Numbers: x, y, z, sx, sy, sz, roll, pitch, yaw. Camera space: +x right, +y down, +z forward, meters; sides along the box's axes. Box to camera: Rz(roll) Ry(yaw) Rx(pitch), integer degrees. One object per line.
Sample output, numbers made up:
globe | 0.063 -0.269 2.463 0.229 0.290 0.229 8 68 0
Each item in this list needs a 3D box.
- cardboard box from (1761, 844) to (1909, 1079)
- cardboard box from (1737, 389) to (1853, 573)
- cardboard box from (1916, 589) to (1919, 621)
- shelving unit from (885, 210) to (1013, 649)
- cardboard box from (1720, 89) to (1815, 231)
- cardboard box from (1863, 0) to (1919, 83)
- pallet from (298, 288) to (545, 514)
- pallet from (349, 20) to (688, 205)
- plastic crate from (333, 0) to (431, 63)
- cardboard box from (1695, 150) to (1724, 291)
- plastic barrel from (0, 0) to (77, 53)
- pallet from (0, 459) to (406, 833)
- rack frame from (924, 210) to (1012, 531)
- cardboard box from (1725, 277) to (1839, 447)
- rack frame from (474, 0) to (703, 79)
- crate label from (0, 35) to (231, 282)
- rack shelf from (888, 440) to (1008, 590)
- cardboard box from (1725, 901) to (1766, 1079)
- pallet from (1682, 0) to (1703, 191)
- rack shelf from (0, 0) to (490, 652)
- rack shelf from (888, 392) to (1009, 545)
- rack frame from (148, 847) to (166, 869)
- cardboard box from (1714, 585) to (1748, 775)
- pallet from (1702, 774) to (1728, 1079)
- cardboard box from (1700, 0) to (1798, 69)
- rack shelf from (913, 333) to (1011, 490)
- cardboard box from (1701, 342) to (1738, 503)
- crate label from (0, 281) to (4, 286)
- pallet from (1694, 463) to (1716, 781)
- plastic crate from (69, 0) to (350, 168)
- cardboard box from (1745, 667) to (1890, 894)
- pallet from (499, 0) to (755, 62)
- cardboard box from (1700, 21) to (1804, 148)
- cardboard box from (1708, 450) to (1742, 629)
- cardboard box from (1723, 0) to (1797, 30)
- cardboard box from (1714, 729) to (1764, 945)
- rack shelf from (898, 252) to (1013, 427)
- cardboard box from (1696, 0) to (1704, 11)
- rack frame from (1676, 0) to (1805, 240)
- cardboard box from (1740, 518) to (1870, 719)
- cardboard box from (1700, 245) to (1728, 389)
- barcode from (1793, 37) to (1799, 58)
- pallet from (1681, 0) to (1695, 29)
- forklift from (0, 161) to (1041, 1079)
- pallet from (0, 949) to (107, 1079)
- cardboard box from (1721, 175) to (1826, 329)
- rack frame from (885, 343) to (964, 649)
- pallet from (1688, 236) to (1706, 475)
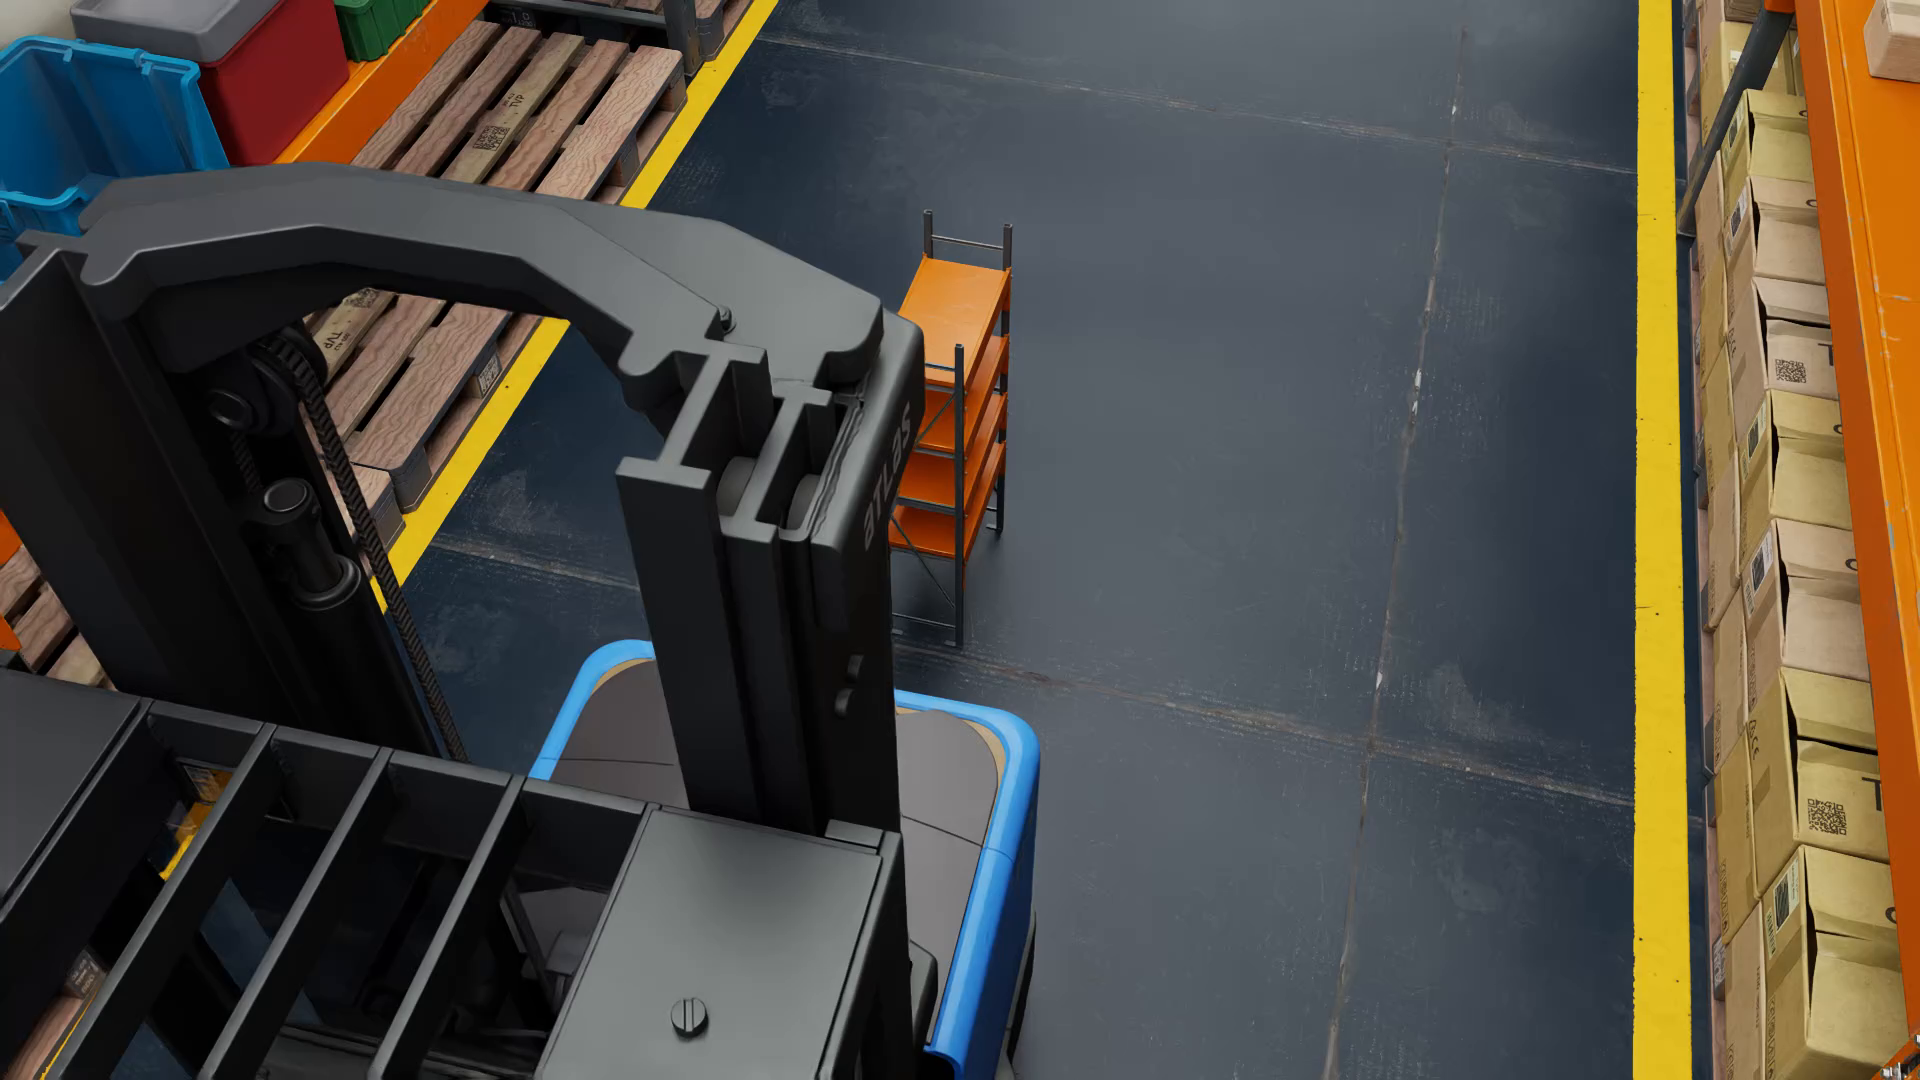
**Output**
cardboard box | 2.041 0.970 3.573 0.500 0.311 0.500 13 50 11
cardboard box | 2.441 -0.134 4.547 0.500 0.311 0.500 13 50 11
cardboard box | 2.111 0.190 3.249 0.380 0.149 0.250 12 50 10
shelving unit | -0.044 -0.277 4.694 0.258 1.200 0.503 12 50 10
cardboard box | 2.845 -1.246 5.529 0.500 0.311 0.500 12 50 10
cardboard box | 2.763 -1.398 4.650 0.380 0.149 0.250 12 50 10
pallet | -2.072 -0.678 5.707 1.003 0.211 1.213 12 50 10
pallet | -1.753 -1.563 6.489 1.003 0.211 1.213 12 50 10
plastic crate | -1.770 -1.676 4.870 0.450 0.188 0.662 12 50 10
cardboard box | 2.849 -1.068 5.745 0.500 0.250 0.500 10 49 9
plastic barrel | -2.461 -1.296 4.319 0.421 0.512 0.421 0 49 0
pallet | -2.395 0.202 4.931 1.003 0.211 1.213 12 50 10
rack frame | 0.021 -0.454 4.850 0.240 1.200 0.015 12 50 10
cardboard box | 2.573 -0.511 4.880 0.500 0.311 0.500 10 49 9
rack frame | -1.584 -3.061 5.951 1.000 3.000 0.127 12 50 10
crate label | -2.114 -0.845 3.972 0.502 0.435 0.616 12 50 10
rack shelf | -0.044 -0.101 4.894 0.258 0.148 0.480 12 50 10
cardboard box | 2.044 1.154 3.785 0.500 0.250 0.500 13 50 11
pallet | 3.444 -1.726 6.632 1.003 0.211 1.213 12 50 10
rack shelf | -2.110 -1.377 4.944 1.077 0.370 4.000 12 50 10
rack shelf | -0.044 -0.233 4.745 0.258 0.148 0.480 12 50 10
rack frame | -2.637 -0.168 3.398 1.000 3.000 0.127 12 50 10
cardboard box | 2.312 0.418 4.435 0.500 0.250 0.500 13 50 11
pallet | 2.395 1.147 4.097 1.003 0.211 1.213 12 50 10
cardboard box | 3.246 -2.049 6.611 0.500 0.250 0.500 12 50 10
rack shelf | -0.044 -0.381 4.577 0.258 0.148 0.480 12 50 10
cardboard box | 2.579 -0.323 5.088 0.500 0.250 0.500 10 49 9
crate label | -2.164 -0.344 3.664 0.303 0.233 0.416 12 50 10
pallet | 2.718 0.267 4.873 1.003 0.211 1.213 12 50 10
plastic crate | -1.916 -1.298 4.352 0.402 0.464 0.583 12 50 10
cardboard box | 2.172 0.593 3.906 0.500 0.311 0.500 11 49 9
pallet | -1.367 -2.616 7.418 1.003 0.211 1.213 12 50 10
cardboard box | 3.105 -1.689 6.294 0.500 0.250 0.500 12 50 10
cardboard box | 2.444 0.045 4.764 0.500 0.250 0.500 12 50 11
cardboard box | 3.248 -2.296 6.330 0.500 0.500 0.500 12 50 10
cardboard box | 2.176 0.781 4.114 0.500 0.250 0.500 11 49 10
rack shelf | -0.044 -0.537 4.400 0.258 0.148 0.480 12 50 10
cardboard box | 3.364 -2.413 6.933 0.500 0.250 0.500 12 50 10
rack frame | 3.194 -2.081 5.086 1.000 3.000 0.127 12 50 10
cardboard box | 2.307 0.228 4.228 0.500 0.311 0.500 11 50 10
cardboard box | 2.713 -0.698 5.419 0.500 0.250 0.500 13 50 11
barcode | 2.725 -1.615 5.408 0.001 0.075 0.075 12 50 10
pallet | 3.763 -2.611 7.413 1.003 0.211 1.213 12 50 10
forklift | -0.654 1.105 2.320 1.130 2.935 3.031 10 49 9
pallet | -2.804 1.333 3.933 1.003 0.211 1.213 12 50 10
cardboard box | 2.708 -0.885 5.210 0.500 0.311 0.500 11 49 10
rack frame | -0.108 -0.101 4.539 0.240 1.200 0.015 12 50 10
pallet | 3.038 -0.618 5.655 1.003 0.211 1.213 12 50 10
